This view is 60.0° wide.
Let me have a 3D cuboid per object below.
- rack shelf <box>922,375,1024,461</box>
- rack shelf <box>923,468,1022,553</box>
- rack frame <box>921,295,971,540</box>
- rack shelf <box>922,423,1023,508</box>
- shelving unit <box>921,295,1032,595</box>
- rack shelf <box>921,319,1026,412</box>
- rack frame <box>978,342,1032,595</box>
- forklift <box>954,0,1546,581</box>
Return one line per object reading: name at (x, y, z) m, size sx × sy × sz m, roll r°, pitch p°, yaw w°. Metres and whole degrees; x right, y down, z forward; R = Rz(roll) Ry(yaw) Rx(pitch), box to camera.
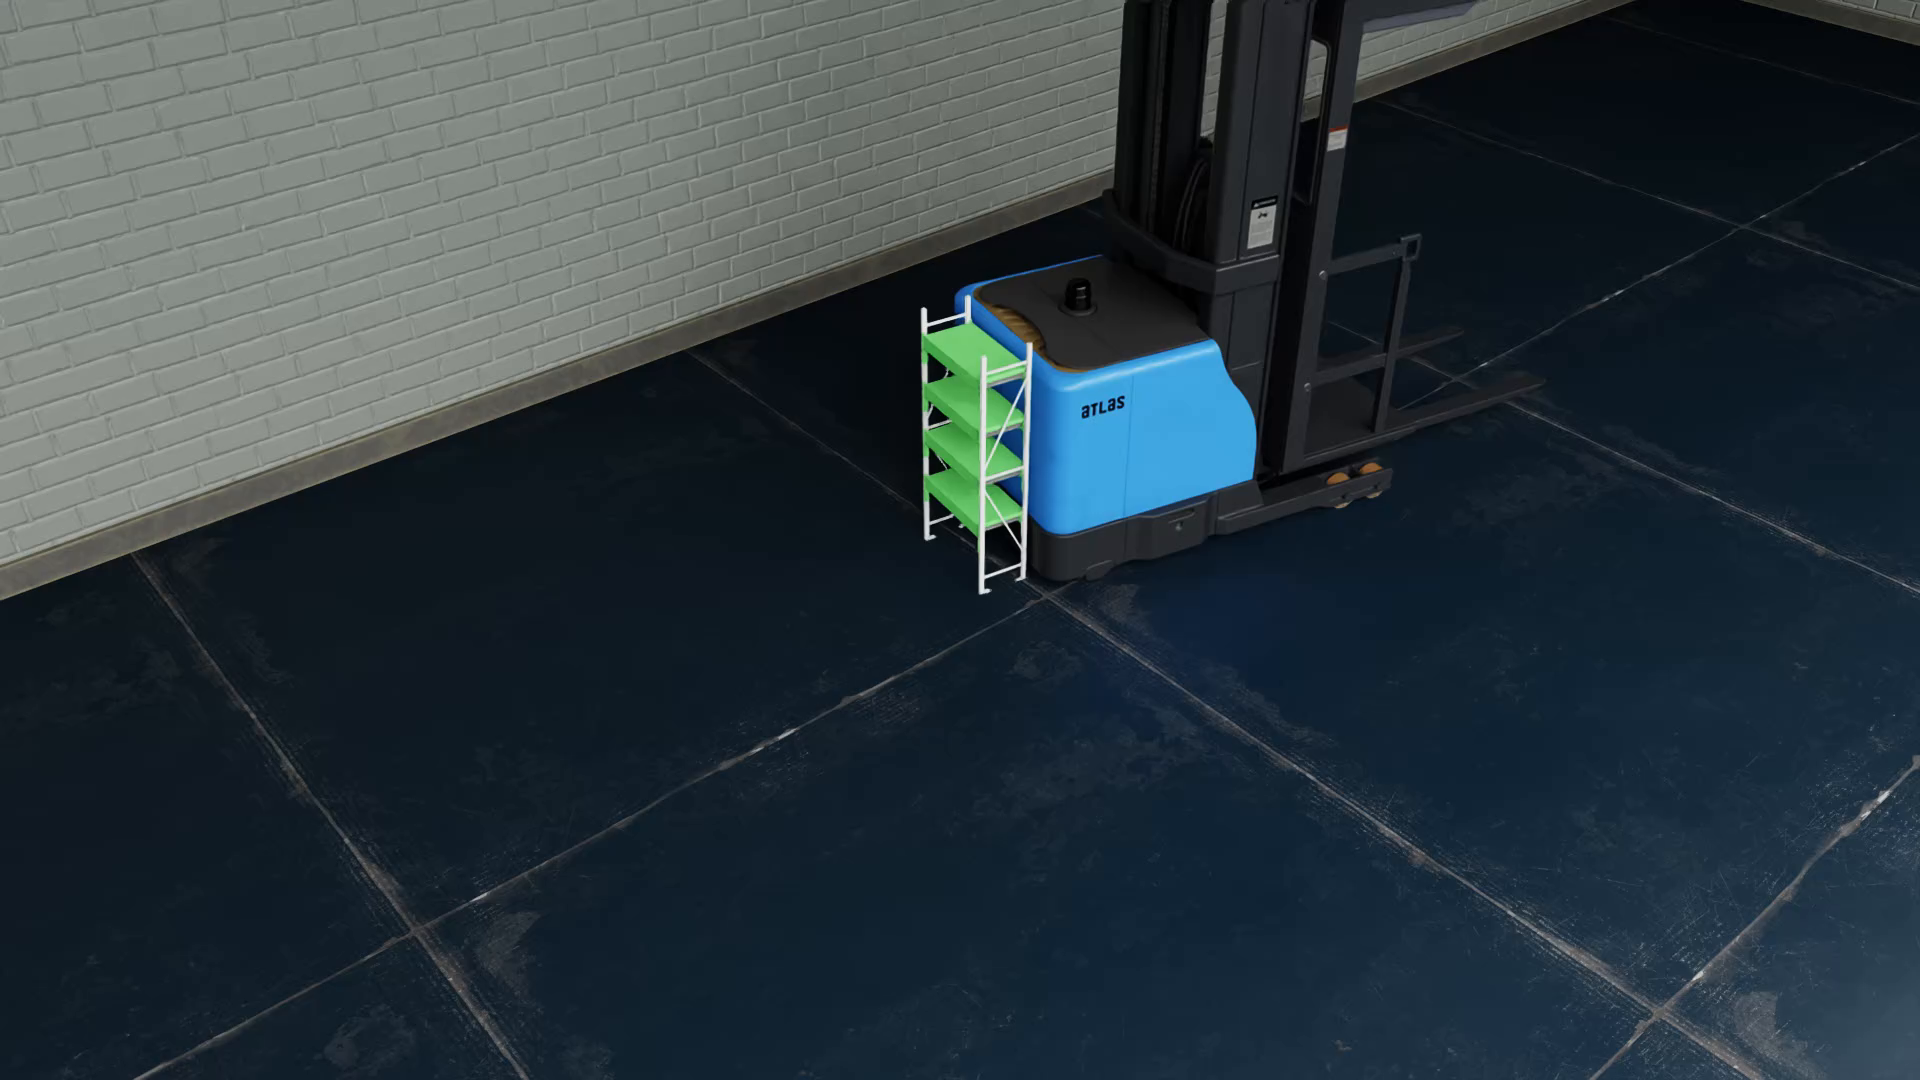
rack shelf at (0.065, -0.549, 7.182) m, size 0.258 × 0.148 × 0.480 m, roll -19°, pitch 39°, yaw -25°
rack shelf at (0.065, -0.157, 7.460) m, size 0.258 × 0.148 × 0.480 m, roll -19°, pitch 39°, yaw -25°
rack frame at (-0.060, -0.526, 7.455) m, size 0.240 × 1.200 × 0.015 m, roll -19°, pitch 39°, yaw -25°
rack shelf at (0.065, -0.353, 7.321) m, size 0.258 × 0.148 × 0.480 m, roll -19°, pitch 39°, yaw -25°
shelving unit at (0.065, -0.405, 7.284) m, size 0.258 × 1.200 × 0.503 m, roll -19°, pitch 39°, yaw -25°
rack shelf at (0.065, -0.745, 7.044) m, size 0.258 × 0.148 × 0.480 m, roll -19°, pitch 39°, yaw -25°
rack frame at (0.189, -0.284, 7.113) m, size 0.240 × 1.200 × 0.015 m, roll -19°, pitch 39°, yaw -25°
forklift at (1.508, -1.603, 7.478) m, size 3.031 × 2.935 × 1.130 m, roll -17°, pitch 39°, yaw -22°
